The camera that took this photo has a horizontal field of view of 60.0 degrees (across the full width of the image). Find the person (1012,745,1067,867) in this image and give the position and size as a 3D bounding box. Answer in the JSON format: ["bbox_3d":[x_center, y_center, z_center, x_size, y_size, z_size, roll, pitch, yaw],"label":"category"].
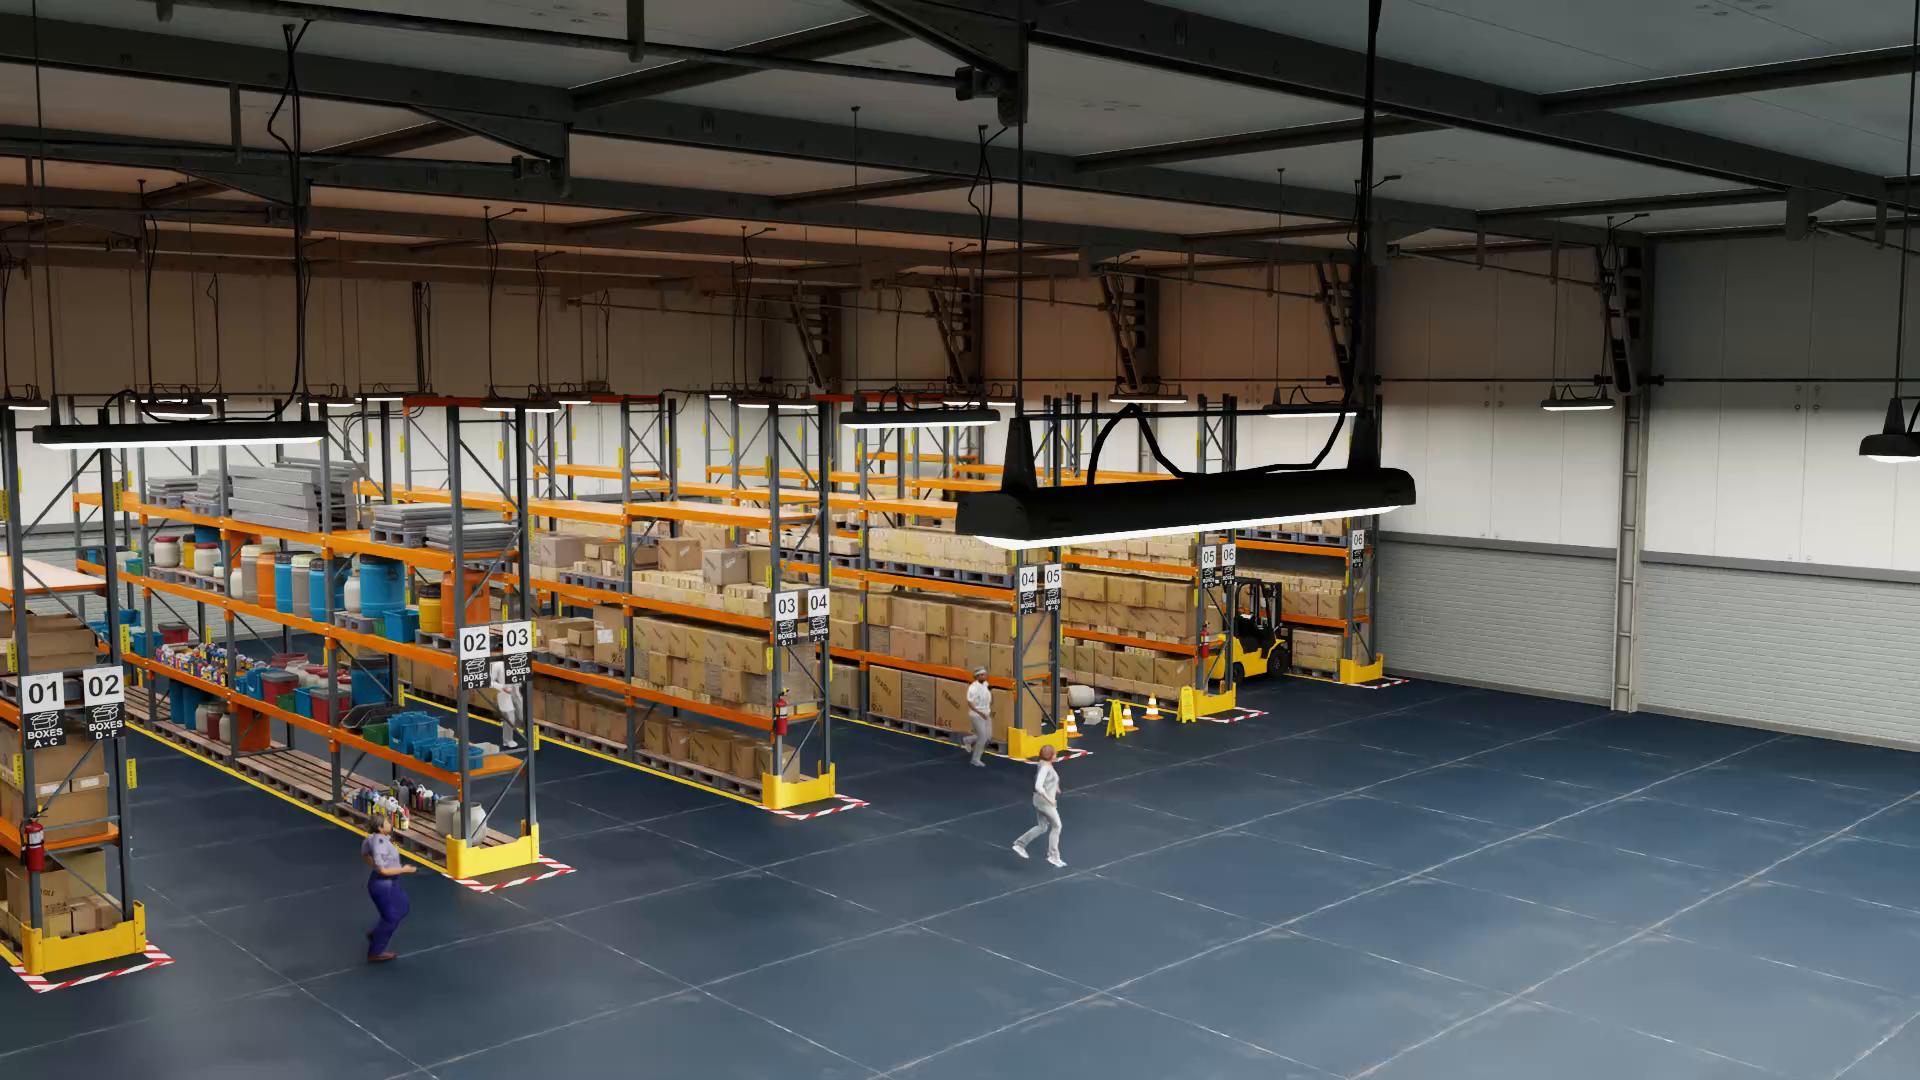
[{"bbox_3d":[1.032,3.458,21.617,0.717,1.627,0.564,-1,6,-7],"label":"person"}]

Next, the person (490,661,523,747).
[{"bbox_3d":[-7.765,2.700,28.634,0.661,1.727,0.705,5,7,41],"label":"person"}]

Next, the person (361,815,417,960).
[{"bbox_3d":[-6.228,3.772,18.170,0.545,1.602,0.593,-2,6,-24],"label":"person"}]

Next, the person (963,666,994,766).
[{"bbox_3d":[0.304,2.877,27.342,0.612,1.675,0.581,4,7,38],"label":"person"}]
